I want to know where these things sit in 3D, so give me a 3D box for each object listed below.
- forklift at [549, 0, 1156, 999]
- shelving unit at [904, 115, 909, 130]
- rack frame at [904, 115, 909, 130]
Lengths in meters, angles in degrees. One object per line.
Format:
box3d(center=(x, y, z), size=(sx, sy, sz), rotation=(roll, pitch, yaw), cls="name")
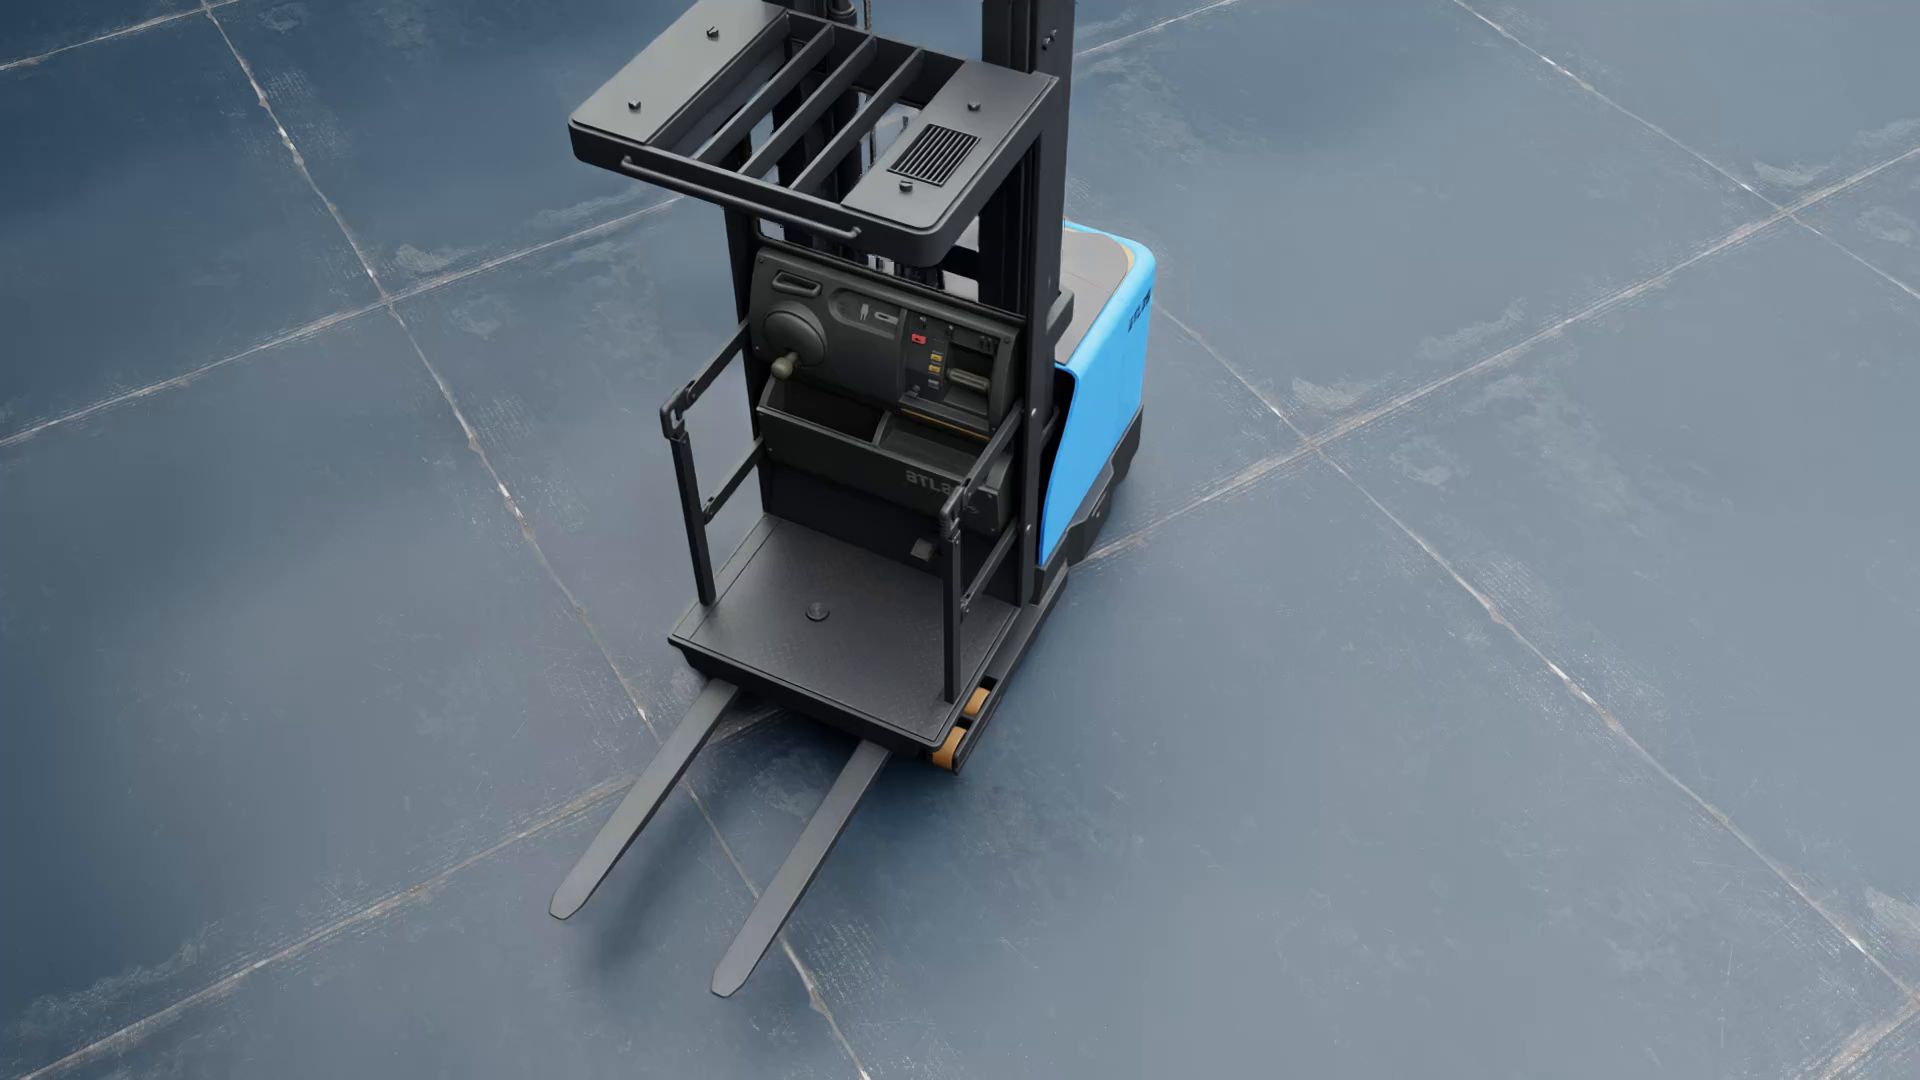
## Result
box3d(center=(-0.353, -0.534, 5.208), size=(1.130, 2.935, 3.031), rotation=(20, 51, 17), cls="forklift")
box3d(center=(-0.118, -1.200, 6.961), size=(0.258, 1.200, 0.189), rotation=(7, 49, 6), cls="shelving unit")
box3d(center=(-0.104, -1.268, 7.021), size=(0.240, 1.200, 0.006), rotation=(7, 49, 6), cls="rack frame")
